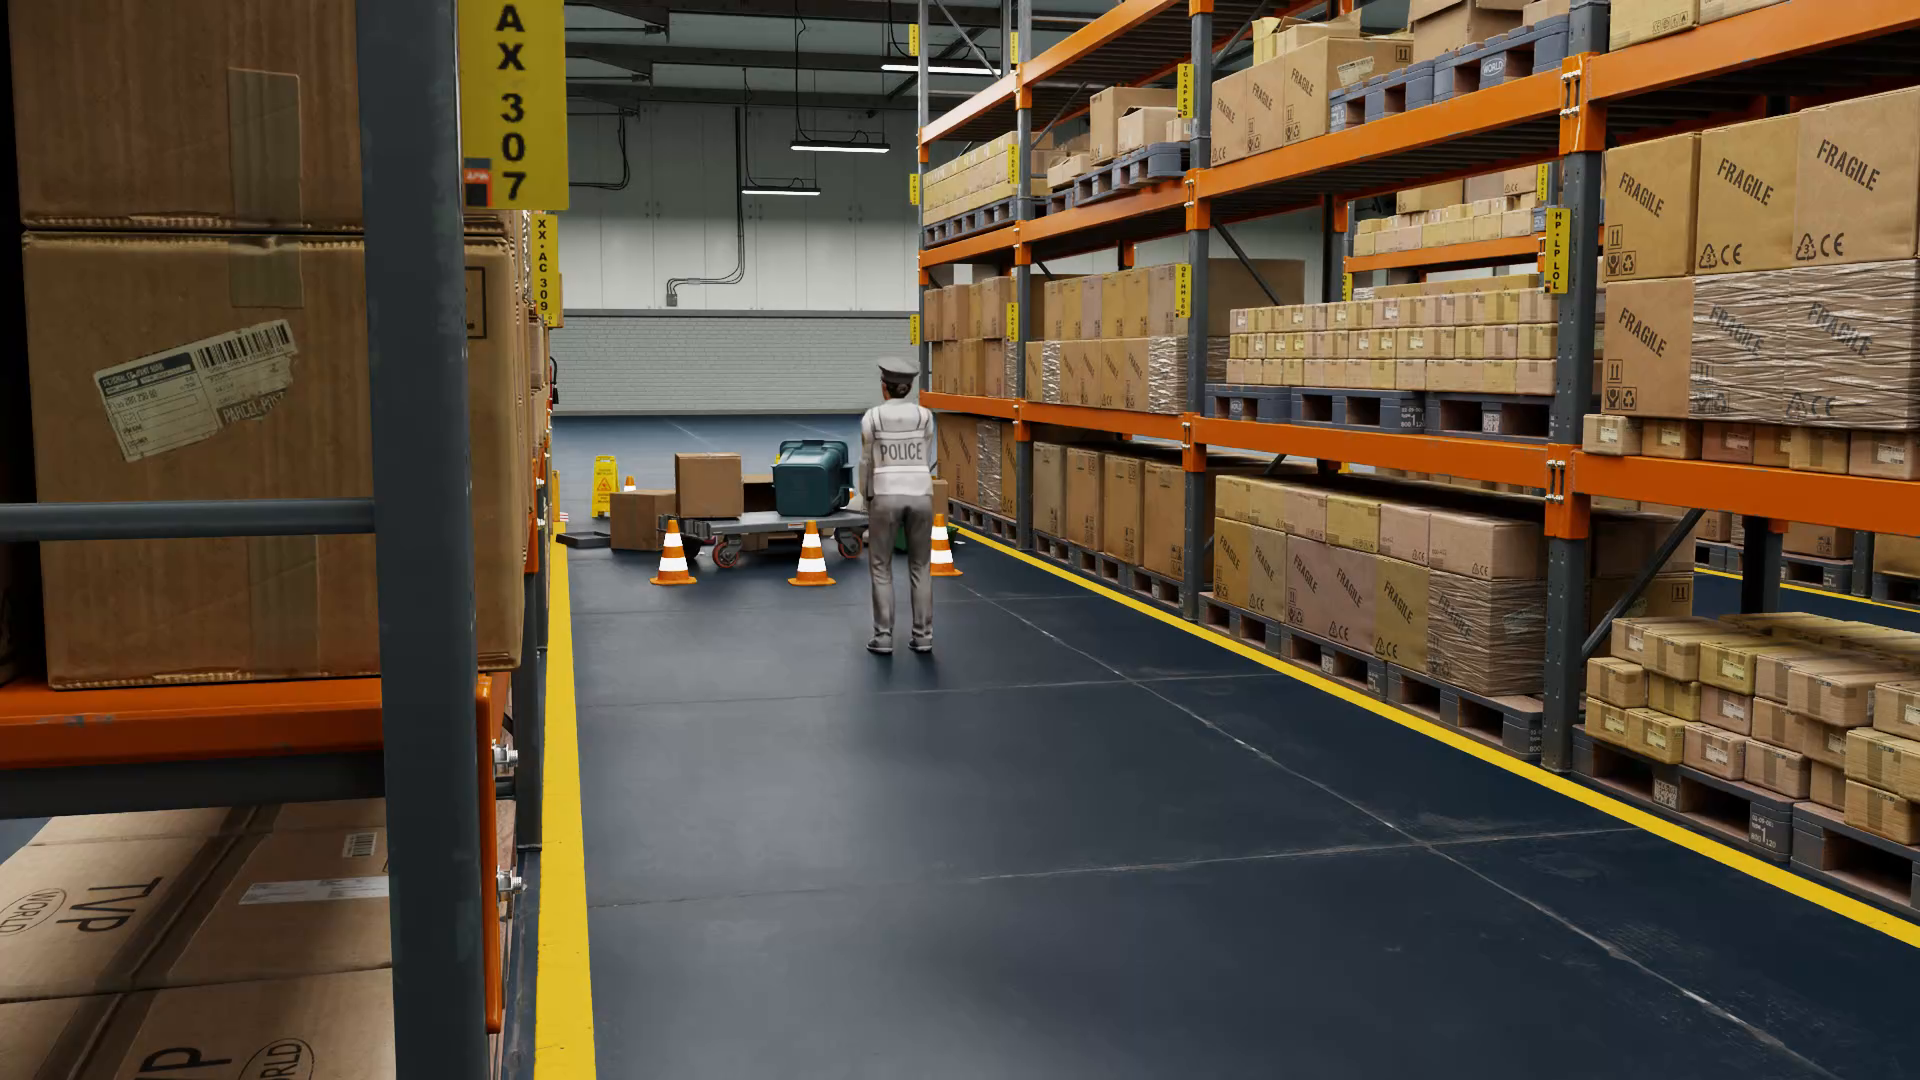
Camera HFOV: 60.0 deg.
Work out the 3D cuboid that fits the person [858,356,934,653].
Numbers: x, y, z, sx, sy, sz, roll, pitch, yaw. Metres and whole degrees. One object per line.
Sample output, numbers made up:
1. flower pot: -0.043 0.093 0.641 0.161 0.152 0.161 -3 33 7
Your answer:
1. person: -0.372 -0.205 9.505 0.416 1.684 0.530 -2 6 -15
